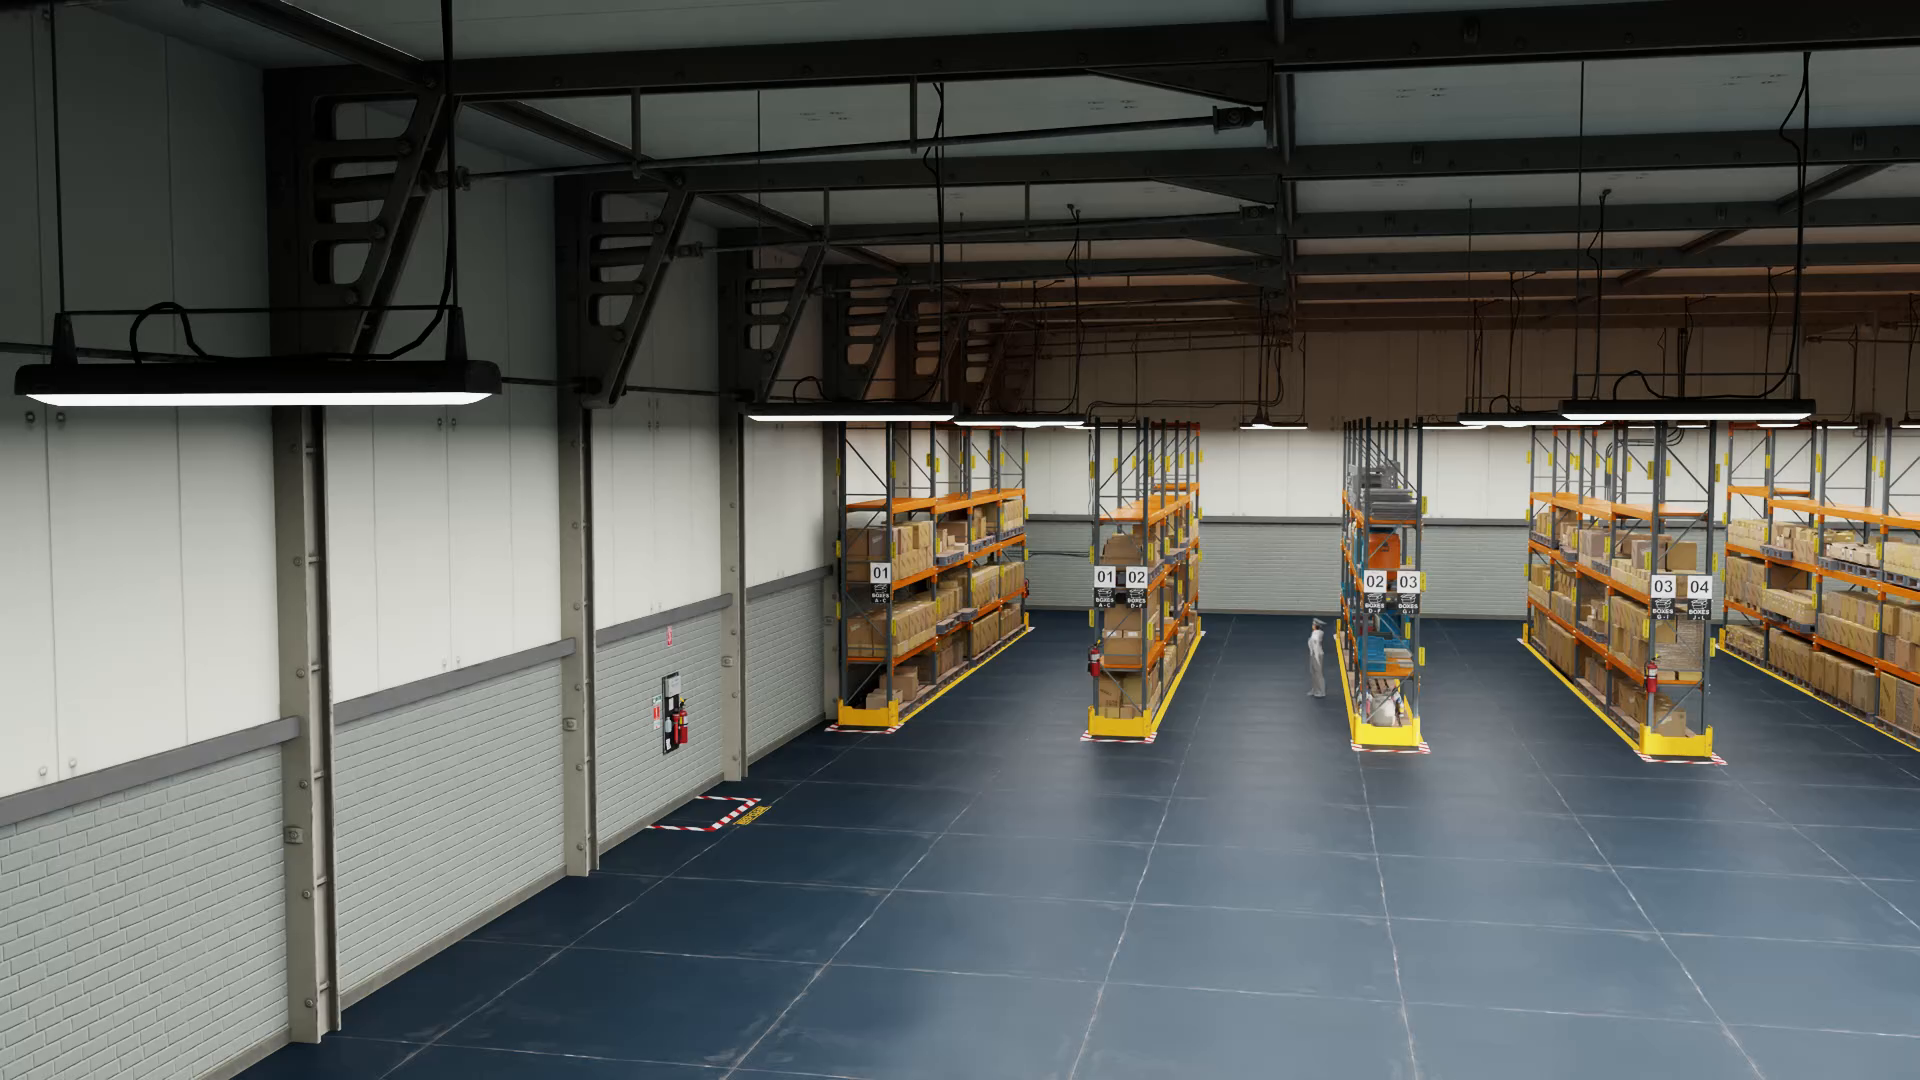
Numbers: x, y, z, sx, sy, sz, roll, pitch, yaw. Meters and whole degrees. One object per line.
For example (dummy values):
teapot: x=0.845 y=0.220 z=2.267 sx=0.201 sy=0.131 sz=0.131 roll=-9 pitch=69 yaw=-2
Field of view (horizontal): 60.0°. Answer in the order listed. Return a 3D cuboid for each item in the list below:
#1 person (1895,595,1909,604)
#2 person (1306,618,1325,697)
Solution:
person: x=26.011 y=1.922 z=45.876 sx=0.908 sy=1.621 sz=0.462 roll=-1 pitch=4 yaw=-8
person: x=7.735 y=2.548 z=36.096 sx=0.411 sy=1.716 sz=0.667 roll=1 pitch=4 yaw=14
